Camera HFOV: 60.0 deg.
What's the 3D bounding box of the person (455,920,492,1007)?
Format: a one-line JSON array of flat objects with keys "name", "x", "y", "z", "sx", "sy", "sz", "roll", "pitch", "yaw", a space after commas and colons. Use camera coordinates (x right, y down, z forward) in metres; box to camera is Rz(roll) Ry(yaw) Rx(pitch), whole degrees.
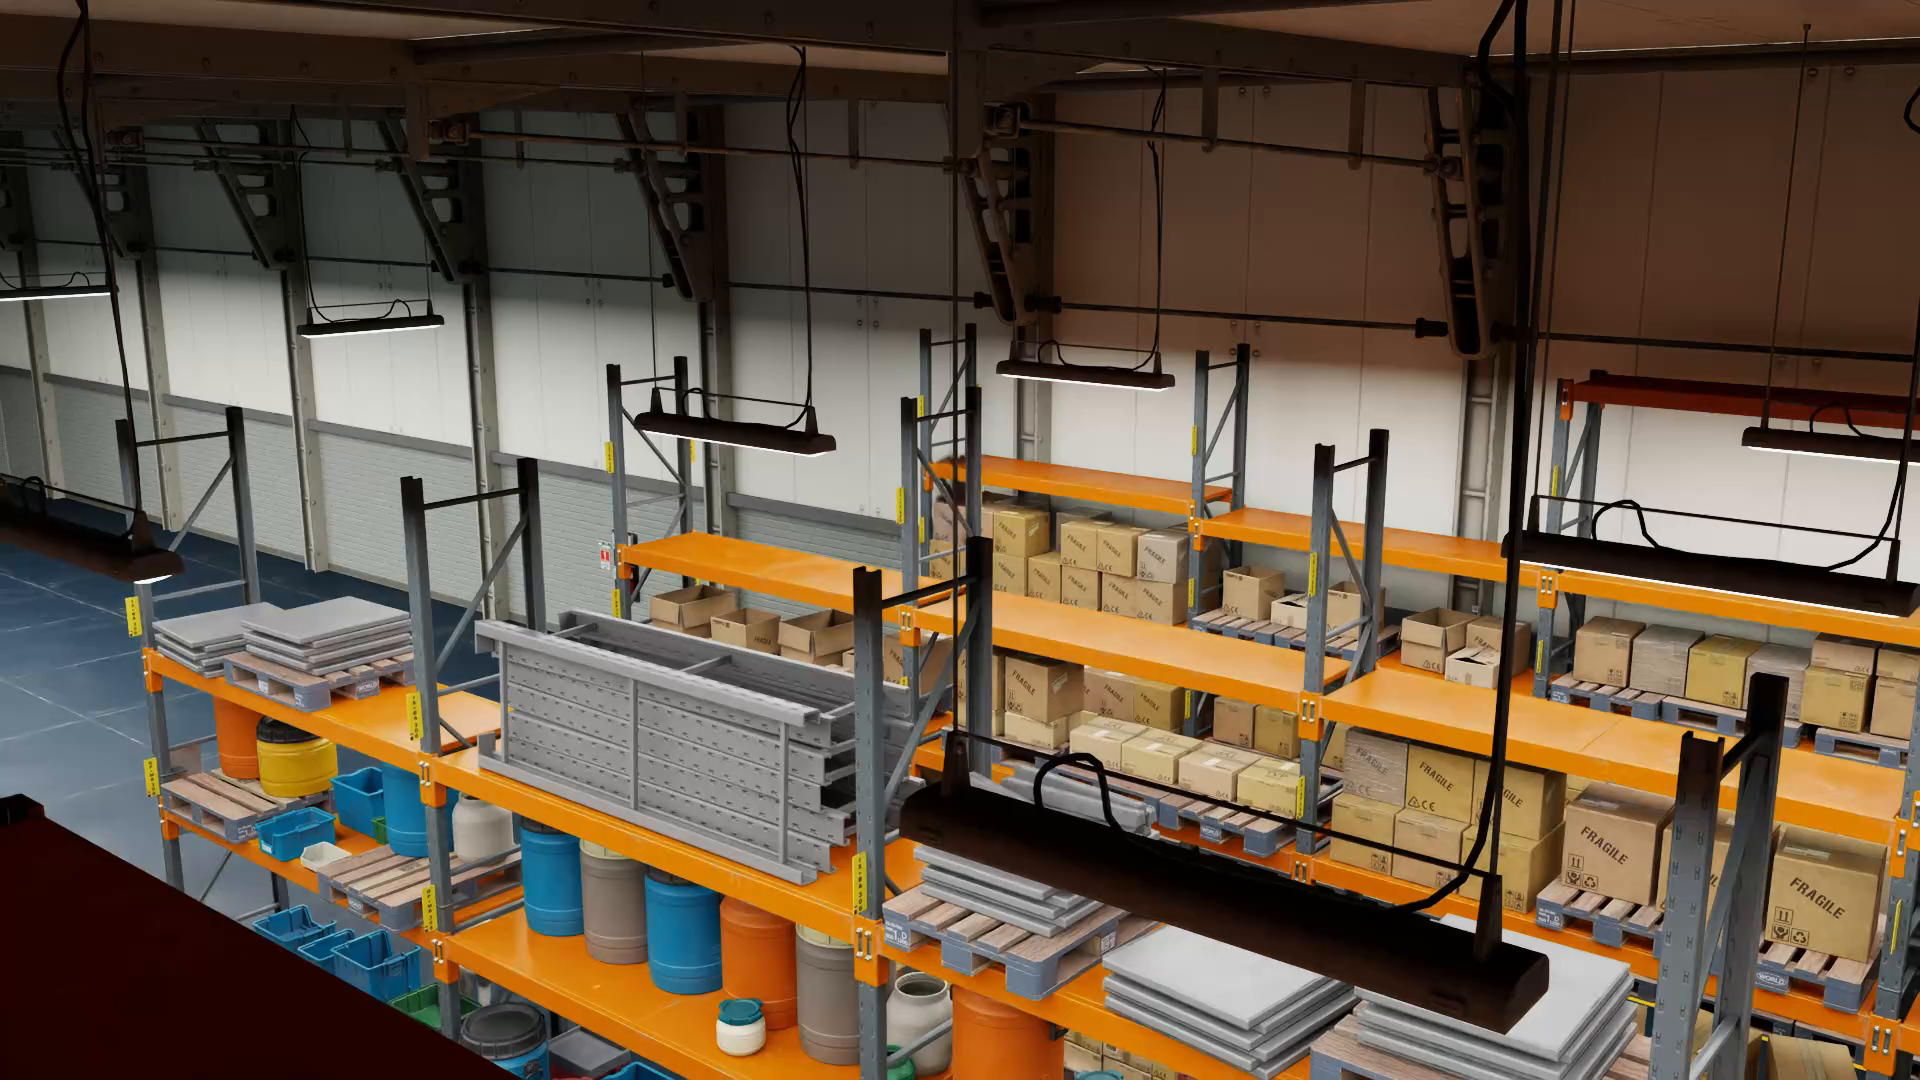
[{"name": "person", "x": -4.495, "y": 3.896, "z": 15.274, "sx": 0.542, "sy": 1.733, "sz": 0.538, "roll": -7, "pitch": 14, "yaw": -28}]
